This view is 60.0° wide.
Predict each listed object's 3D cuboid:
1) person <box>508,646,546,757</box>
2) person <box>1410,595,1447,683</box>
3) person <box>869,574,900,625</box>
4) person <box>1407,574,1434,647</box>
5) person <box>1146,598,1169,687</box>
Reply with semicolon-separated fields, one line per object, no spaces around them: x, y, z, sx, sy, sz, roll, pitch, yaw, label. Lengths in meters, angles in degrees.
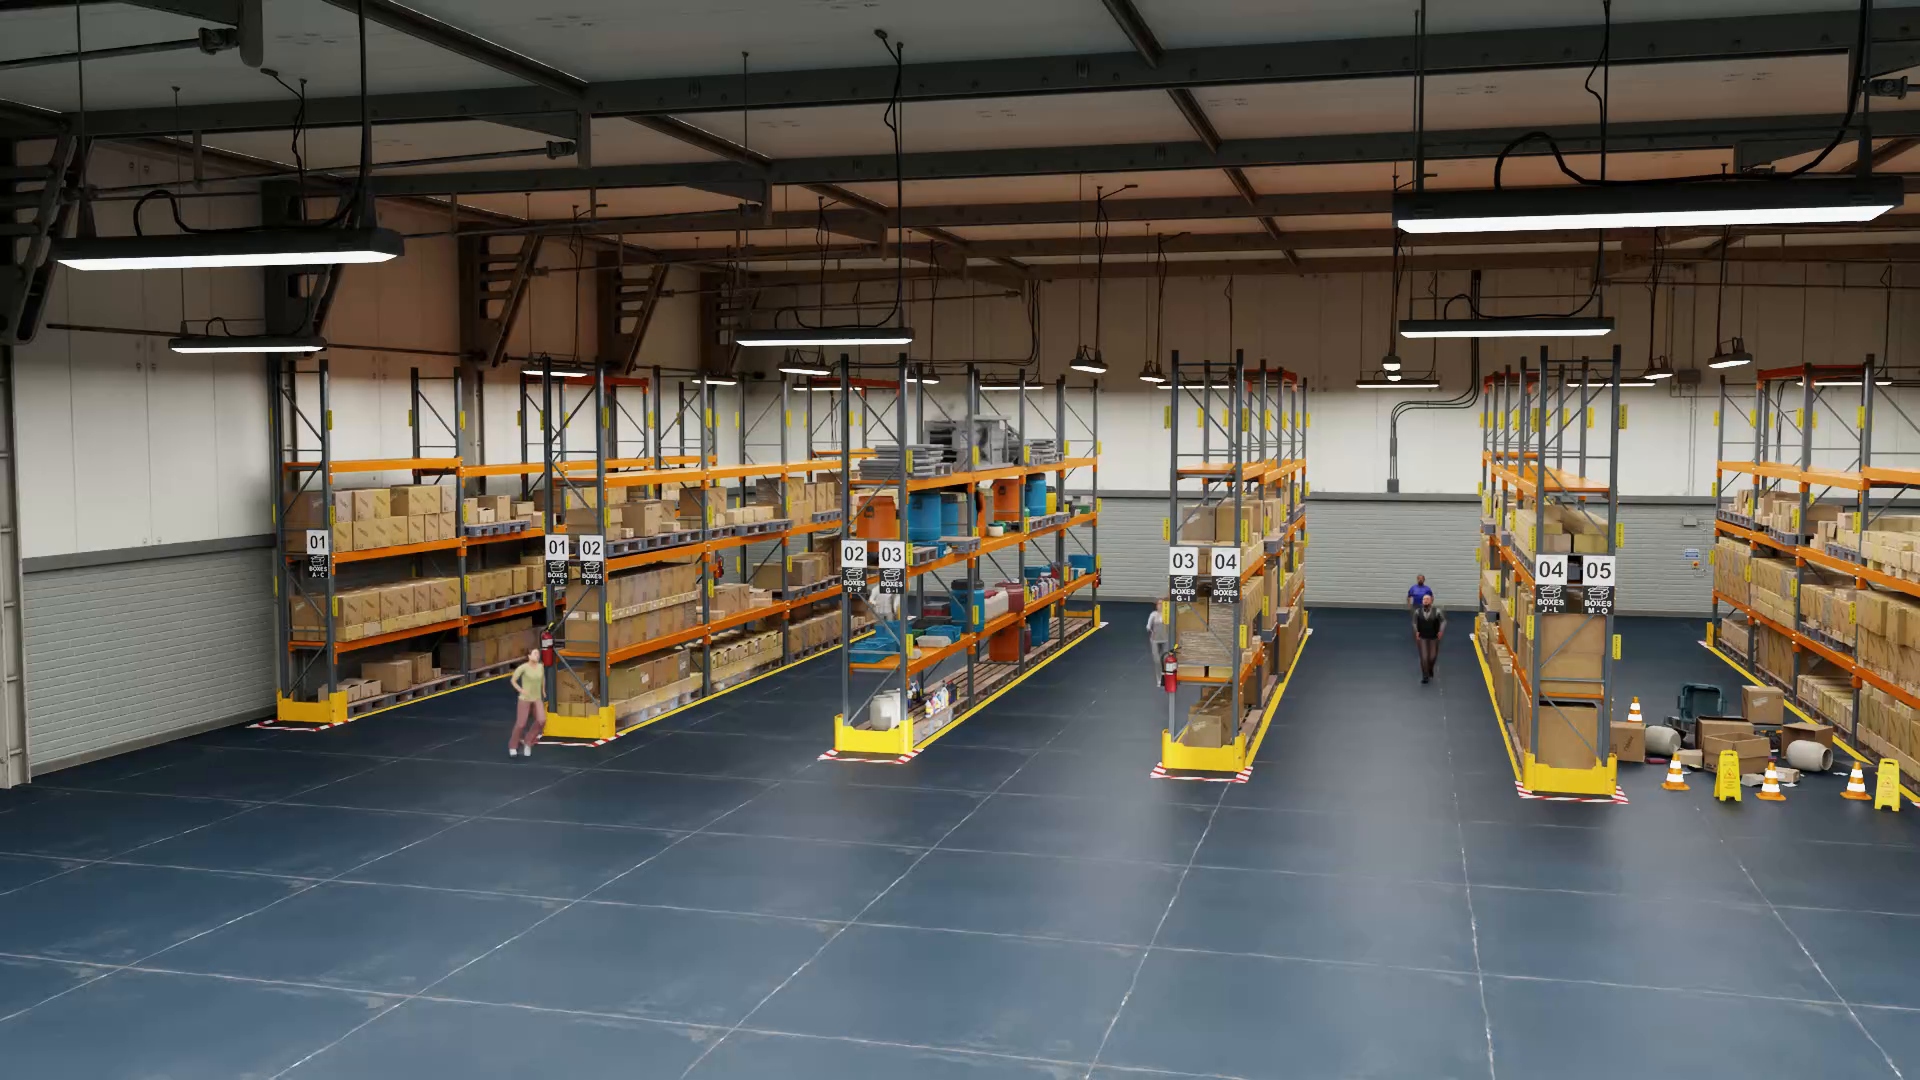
-6.404;2.399;24.855;0.638;1.633;0.632;-4;5;-41;person
8.922;1.888;31.711;0.668;1.686;0.523;2;4;20;person
-1.514;1.487;32.882;0.578;1.737;0.853;0;4;0;person
10.201;1.560;36.890;0.587;1.615;0.565;1;4;19;person
3.537;1.821;29.293;0.526;1.575;0.512;1;4;9;person
